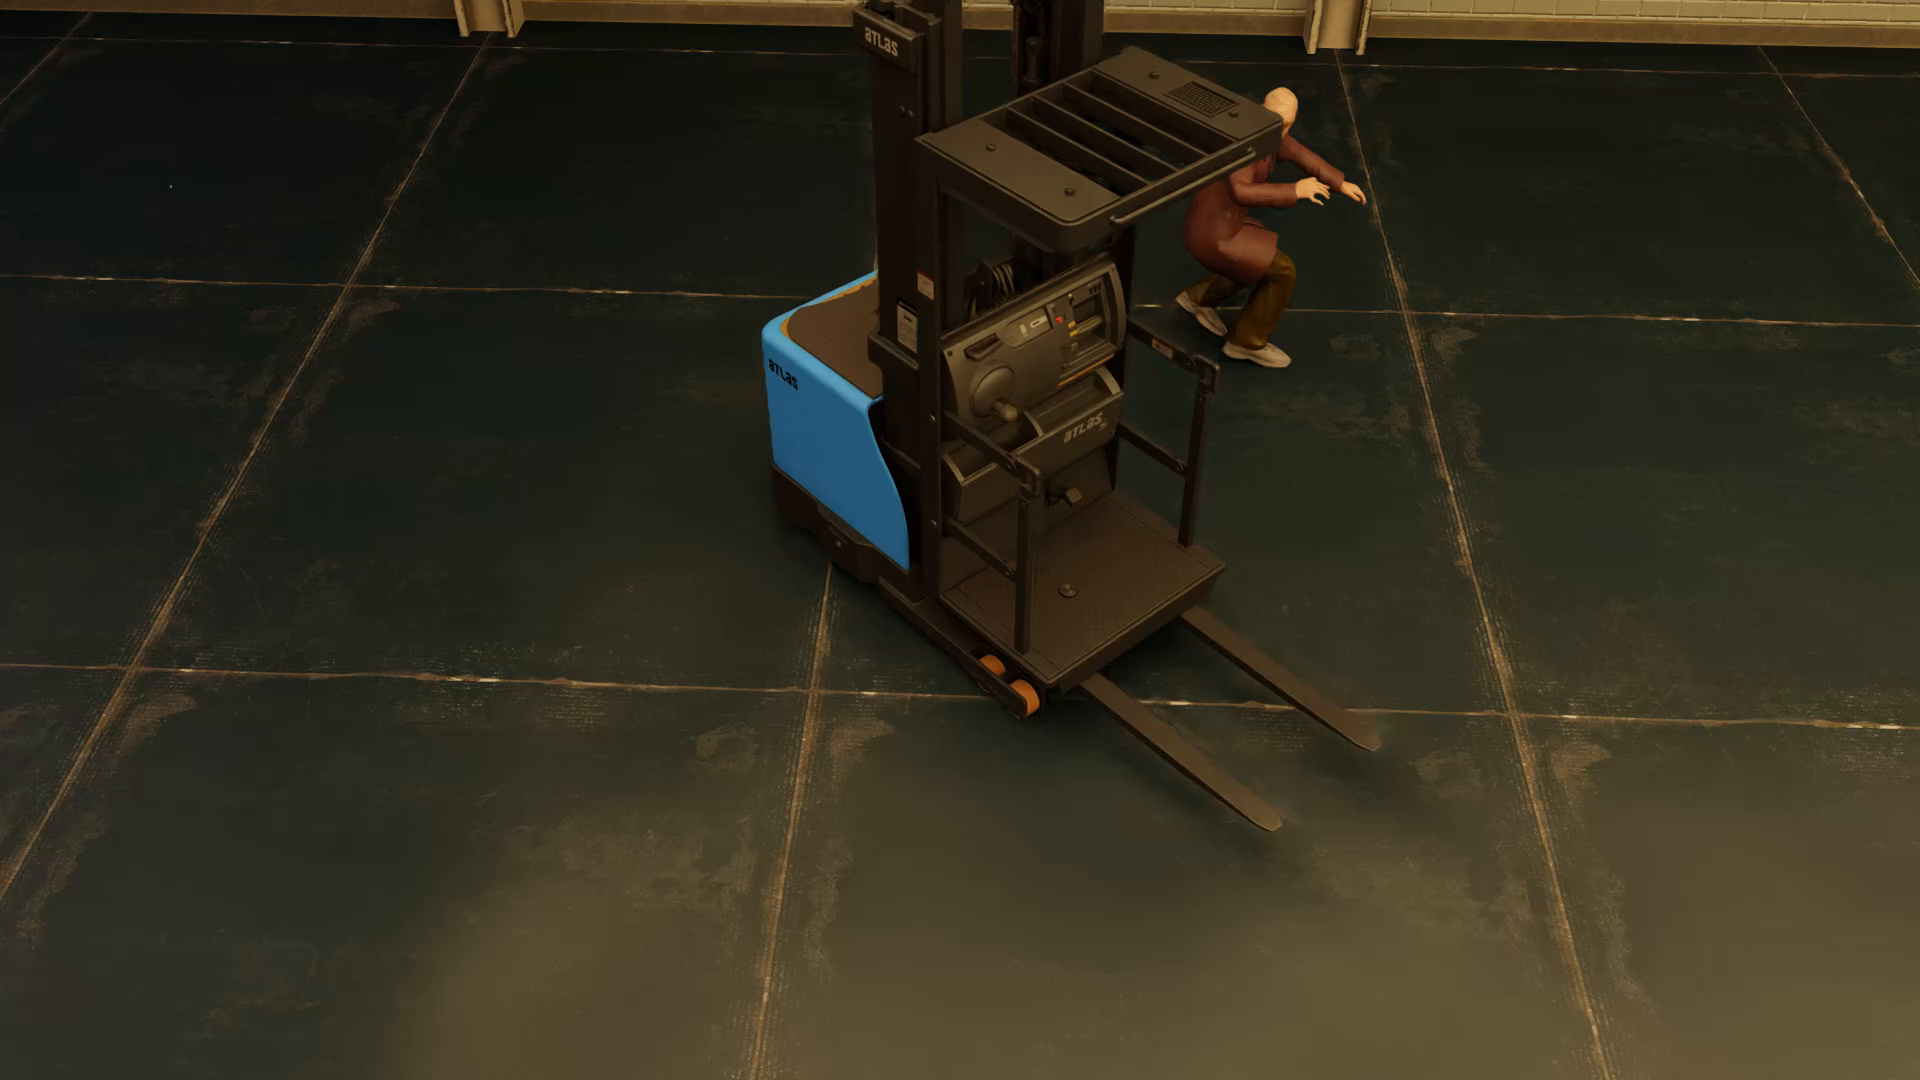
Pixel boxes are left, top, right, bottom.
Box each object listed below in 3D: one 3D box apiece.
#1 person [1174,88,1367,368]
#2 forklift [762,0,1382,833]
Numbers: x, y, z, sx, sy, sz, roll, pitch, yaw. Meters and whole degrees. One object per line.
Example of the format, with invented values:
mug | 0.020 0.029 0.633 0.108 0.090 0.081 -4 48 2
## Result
person | 1.643 -1.599 8.584 0.991 1.498 0.844 1 42 1
forklift | 0.450 -0.714 6.525 1.130 2.935 3.031 -31 51 -29
